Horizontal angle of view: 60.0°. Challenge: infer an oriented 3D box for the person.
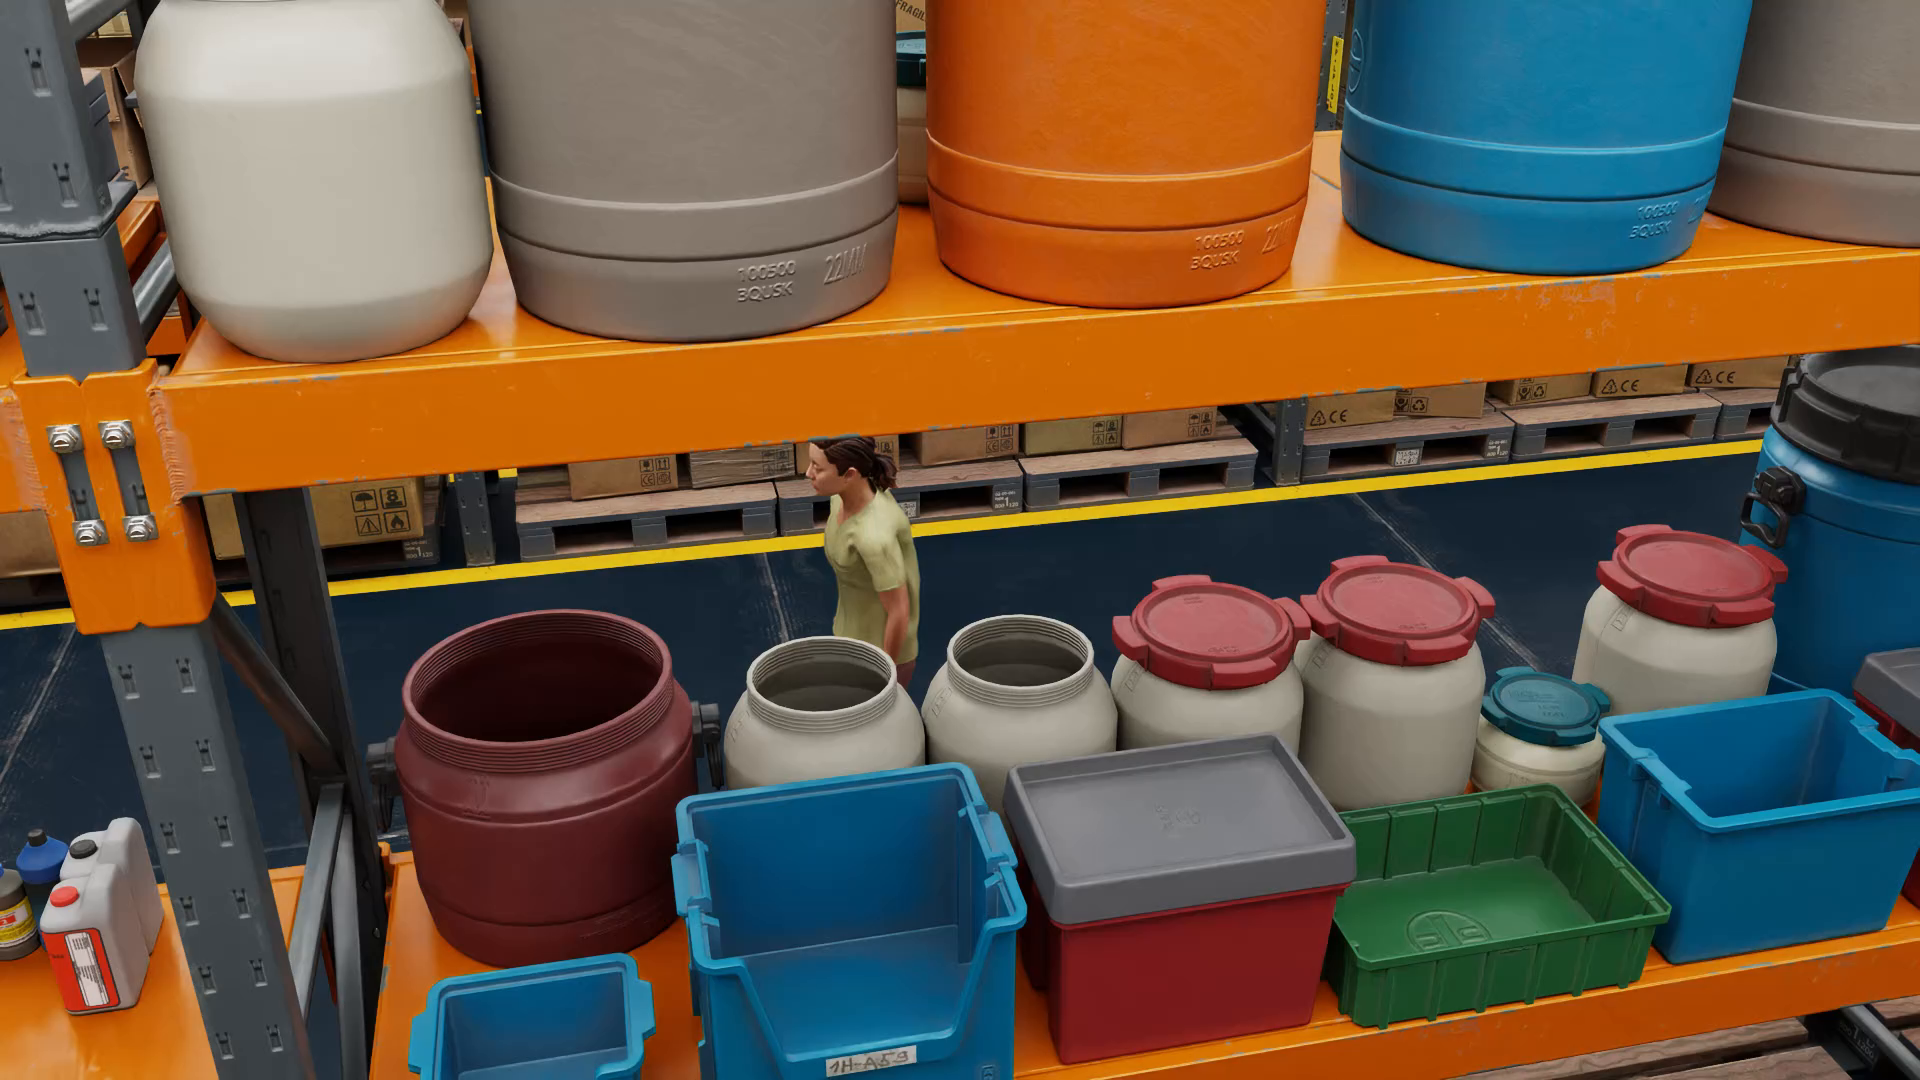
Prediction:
[{"bbox_3d":[-0.318,0.356,5.414,0.352,1.672,0.507,-6,28,-13],"label":"person"}]
